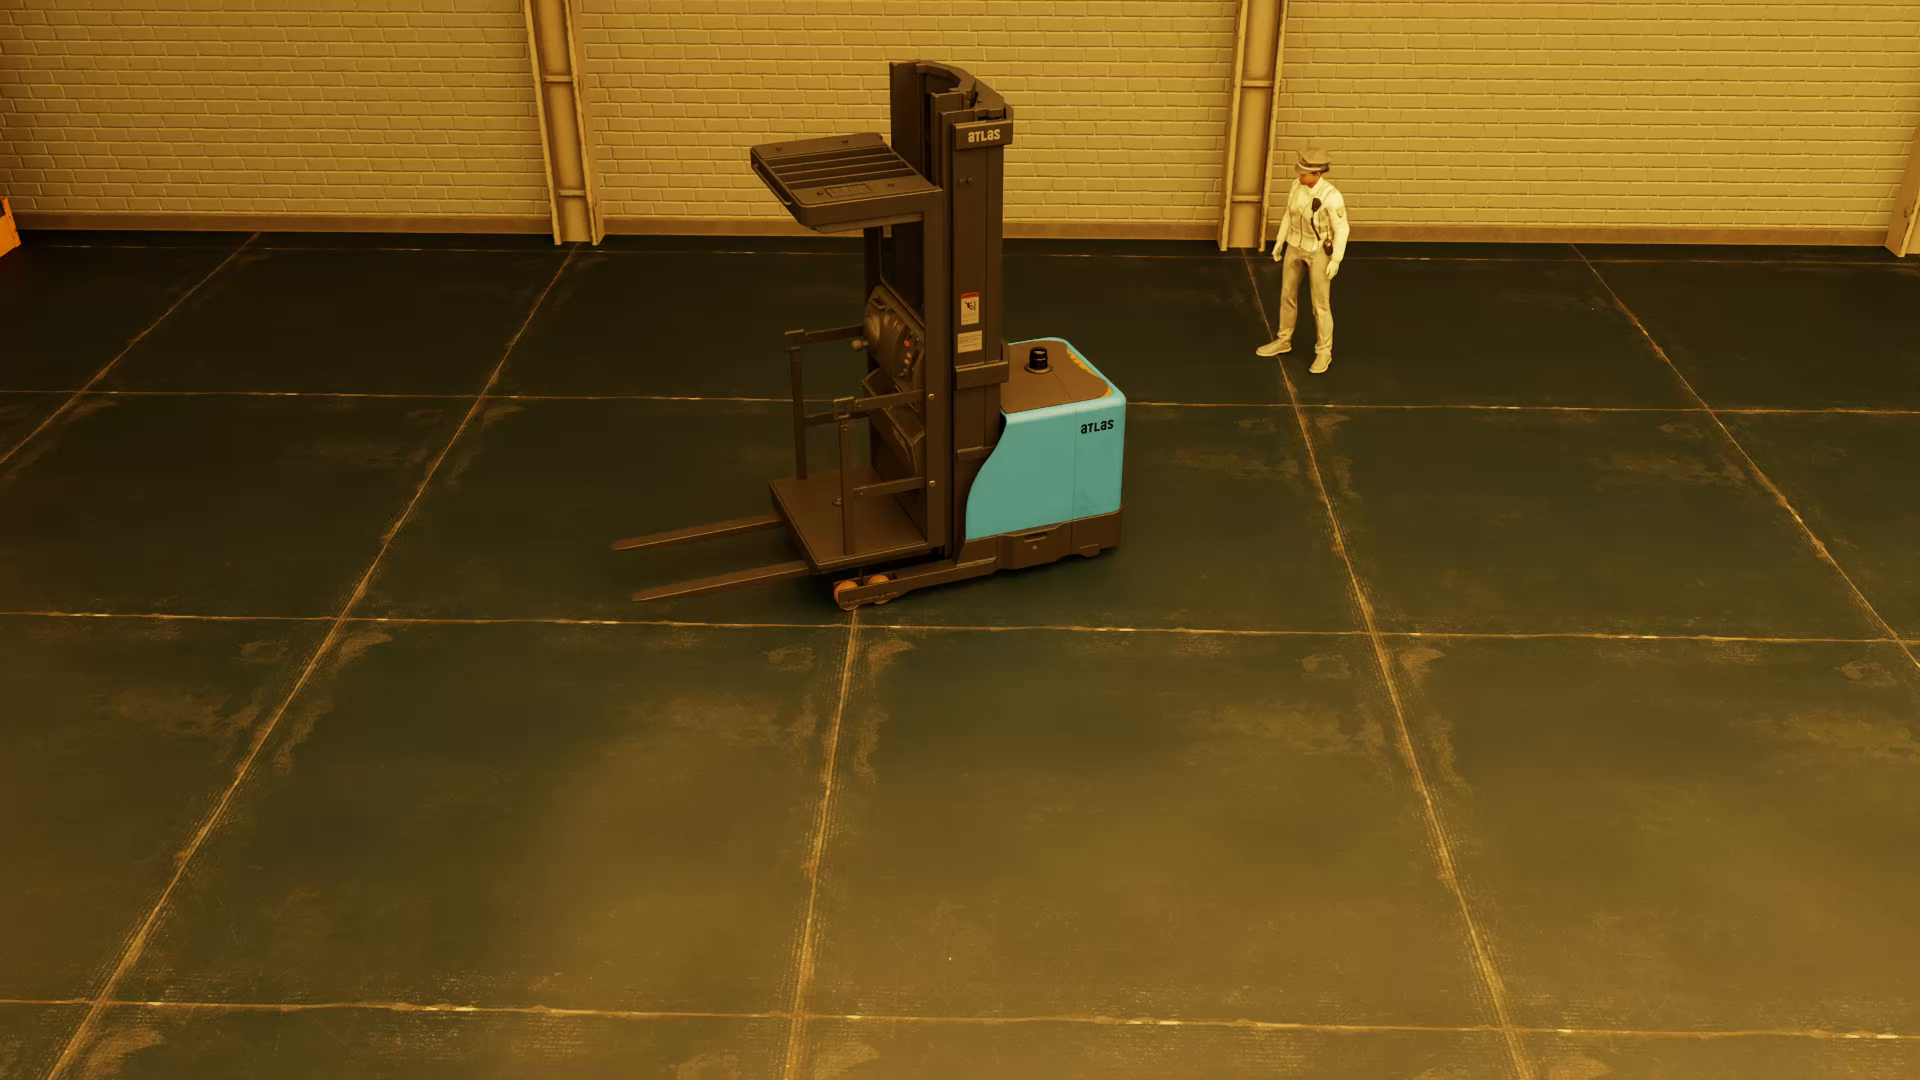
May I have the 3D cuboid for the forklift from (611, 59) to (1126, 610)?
[{"bbox_3d":[-0.569,-1.153,9.570,3.031,2.935,1.130,-11,32,-18],"label":"forklift"}]

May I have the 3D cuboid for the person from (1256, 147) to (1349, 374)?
[{"bbox_3d":[2.614,-2.121,12.483,0.436,1.654,0.633,-24,38,-35],"label":"person"}]
